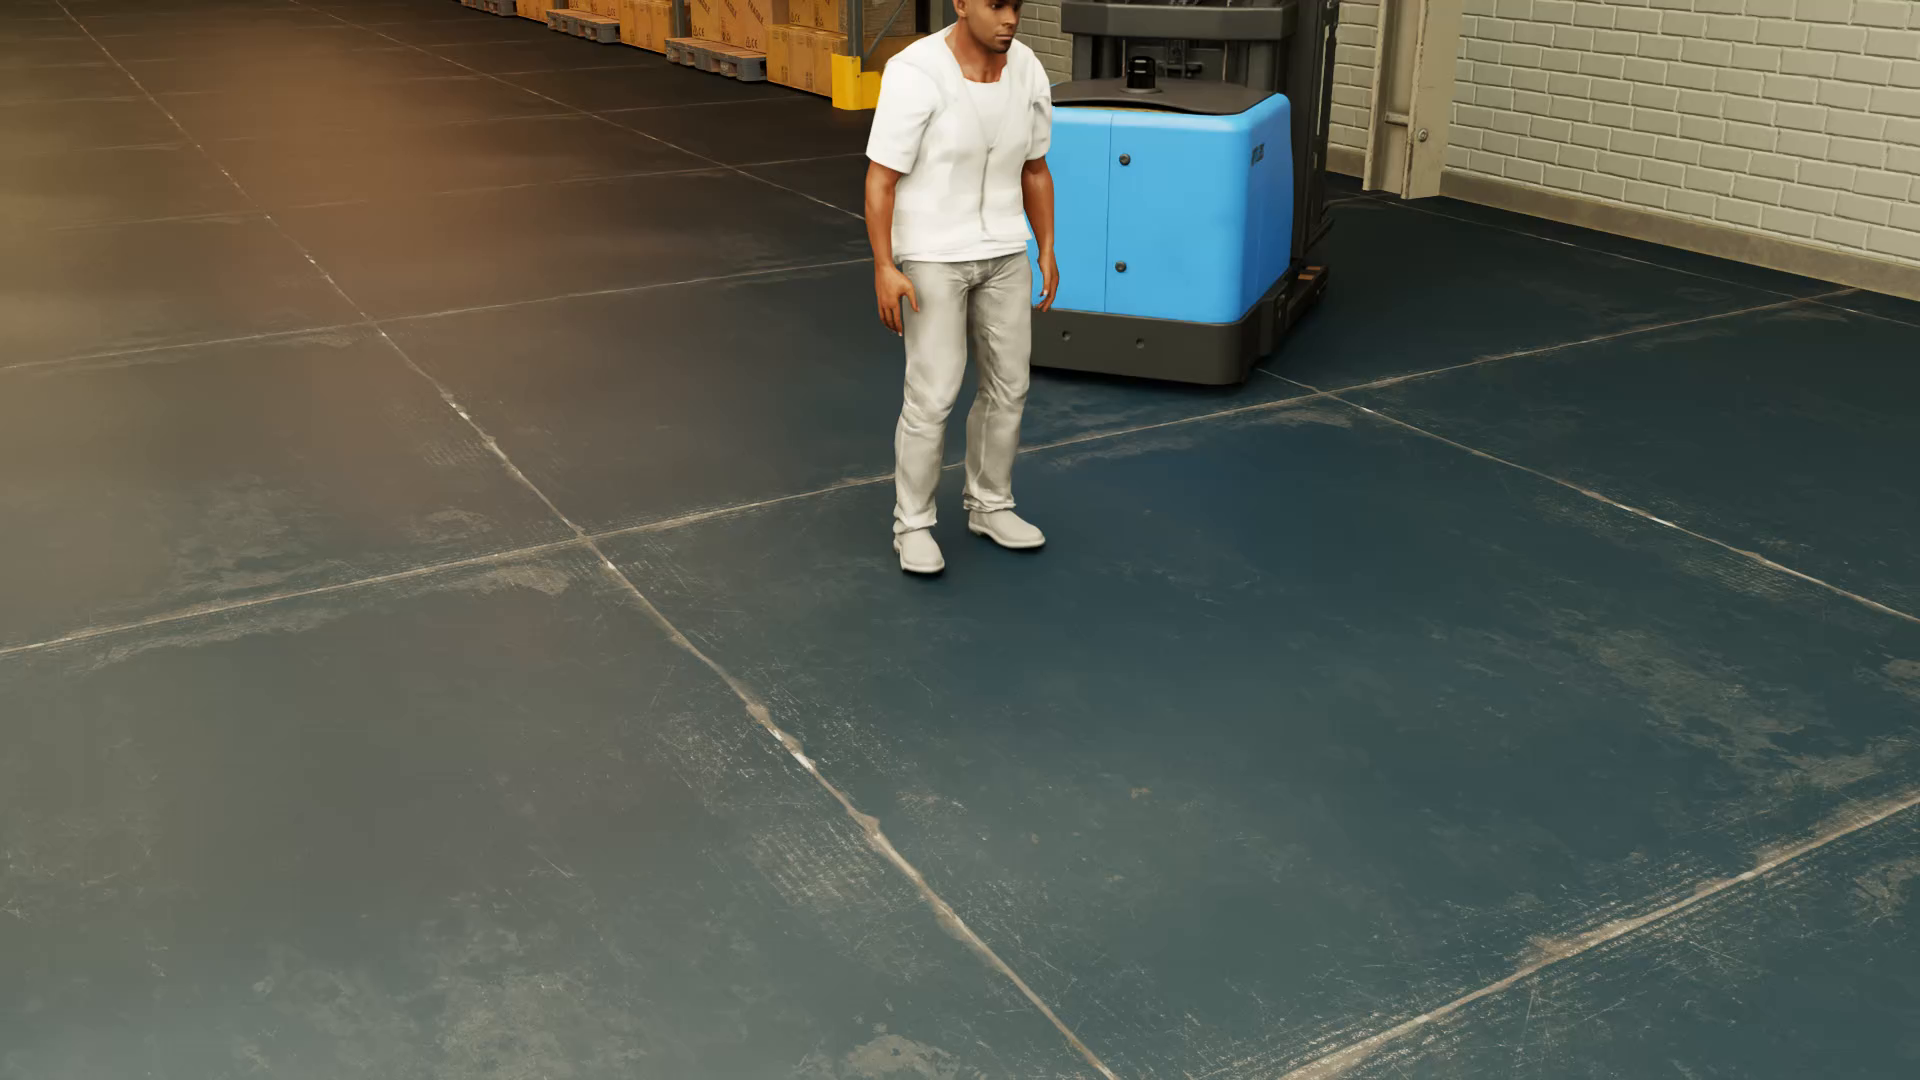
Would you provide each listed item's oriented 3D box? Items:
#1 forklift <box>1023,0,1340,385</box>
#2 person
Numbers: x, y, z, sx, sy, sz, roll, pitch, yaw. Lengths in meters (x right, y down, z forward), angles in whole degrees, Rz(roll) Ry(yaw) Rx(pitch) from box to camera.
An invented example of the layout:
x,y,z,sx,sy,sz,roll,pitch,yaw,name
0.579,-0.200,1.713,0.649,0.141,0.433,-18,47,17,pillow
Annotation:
x,y,z,sx,sy,sz,roll,pitch,yaw,name
1.116,-2.480,7.318,1.130,2.935,3.031,9,24,20,forklift
0.027,-0.801,4.773,0.626,1.760,0.460,-13,26,-29,person
